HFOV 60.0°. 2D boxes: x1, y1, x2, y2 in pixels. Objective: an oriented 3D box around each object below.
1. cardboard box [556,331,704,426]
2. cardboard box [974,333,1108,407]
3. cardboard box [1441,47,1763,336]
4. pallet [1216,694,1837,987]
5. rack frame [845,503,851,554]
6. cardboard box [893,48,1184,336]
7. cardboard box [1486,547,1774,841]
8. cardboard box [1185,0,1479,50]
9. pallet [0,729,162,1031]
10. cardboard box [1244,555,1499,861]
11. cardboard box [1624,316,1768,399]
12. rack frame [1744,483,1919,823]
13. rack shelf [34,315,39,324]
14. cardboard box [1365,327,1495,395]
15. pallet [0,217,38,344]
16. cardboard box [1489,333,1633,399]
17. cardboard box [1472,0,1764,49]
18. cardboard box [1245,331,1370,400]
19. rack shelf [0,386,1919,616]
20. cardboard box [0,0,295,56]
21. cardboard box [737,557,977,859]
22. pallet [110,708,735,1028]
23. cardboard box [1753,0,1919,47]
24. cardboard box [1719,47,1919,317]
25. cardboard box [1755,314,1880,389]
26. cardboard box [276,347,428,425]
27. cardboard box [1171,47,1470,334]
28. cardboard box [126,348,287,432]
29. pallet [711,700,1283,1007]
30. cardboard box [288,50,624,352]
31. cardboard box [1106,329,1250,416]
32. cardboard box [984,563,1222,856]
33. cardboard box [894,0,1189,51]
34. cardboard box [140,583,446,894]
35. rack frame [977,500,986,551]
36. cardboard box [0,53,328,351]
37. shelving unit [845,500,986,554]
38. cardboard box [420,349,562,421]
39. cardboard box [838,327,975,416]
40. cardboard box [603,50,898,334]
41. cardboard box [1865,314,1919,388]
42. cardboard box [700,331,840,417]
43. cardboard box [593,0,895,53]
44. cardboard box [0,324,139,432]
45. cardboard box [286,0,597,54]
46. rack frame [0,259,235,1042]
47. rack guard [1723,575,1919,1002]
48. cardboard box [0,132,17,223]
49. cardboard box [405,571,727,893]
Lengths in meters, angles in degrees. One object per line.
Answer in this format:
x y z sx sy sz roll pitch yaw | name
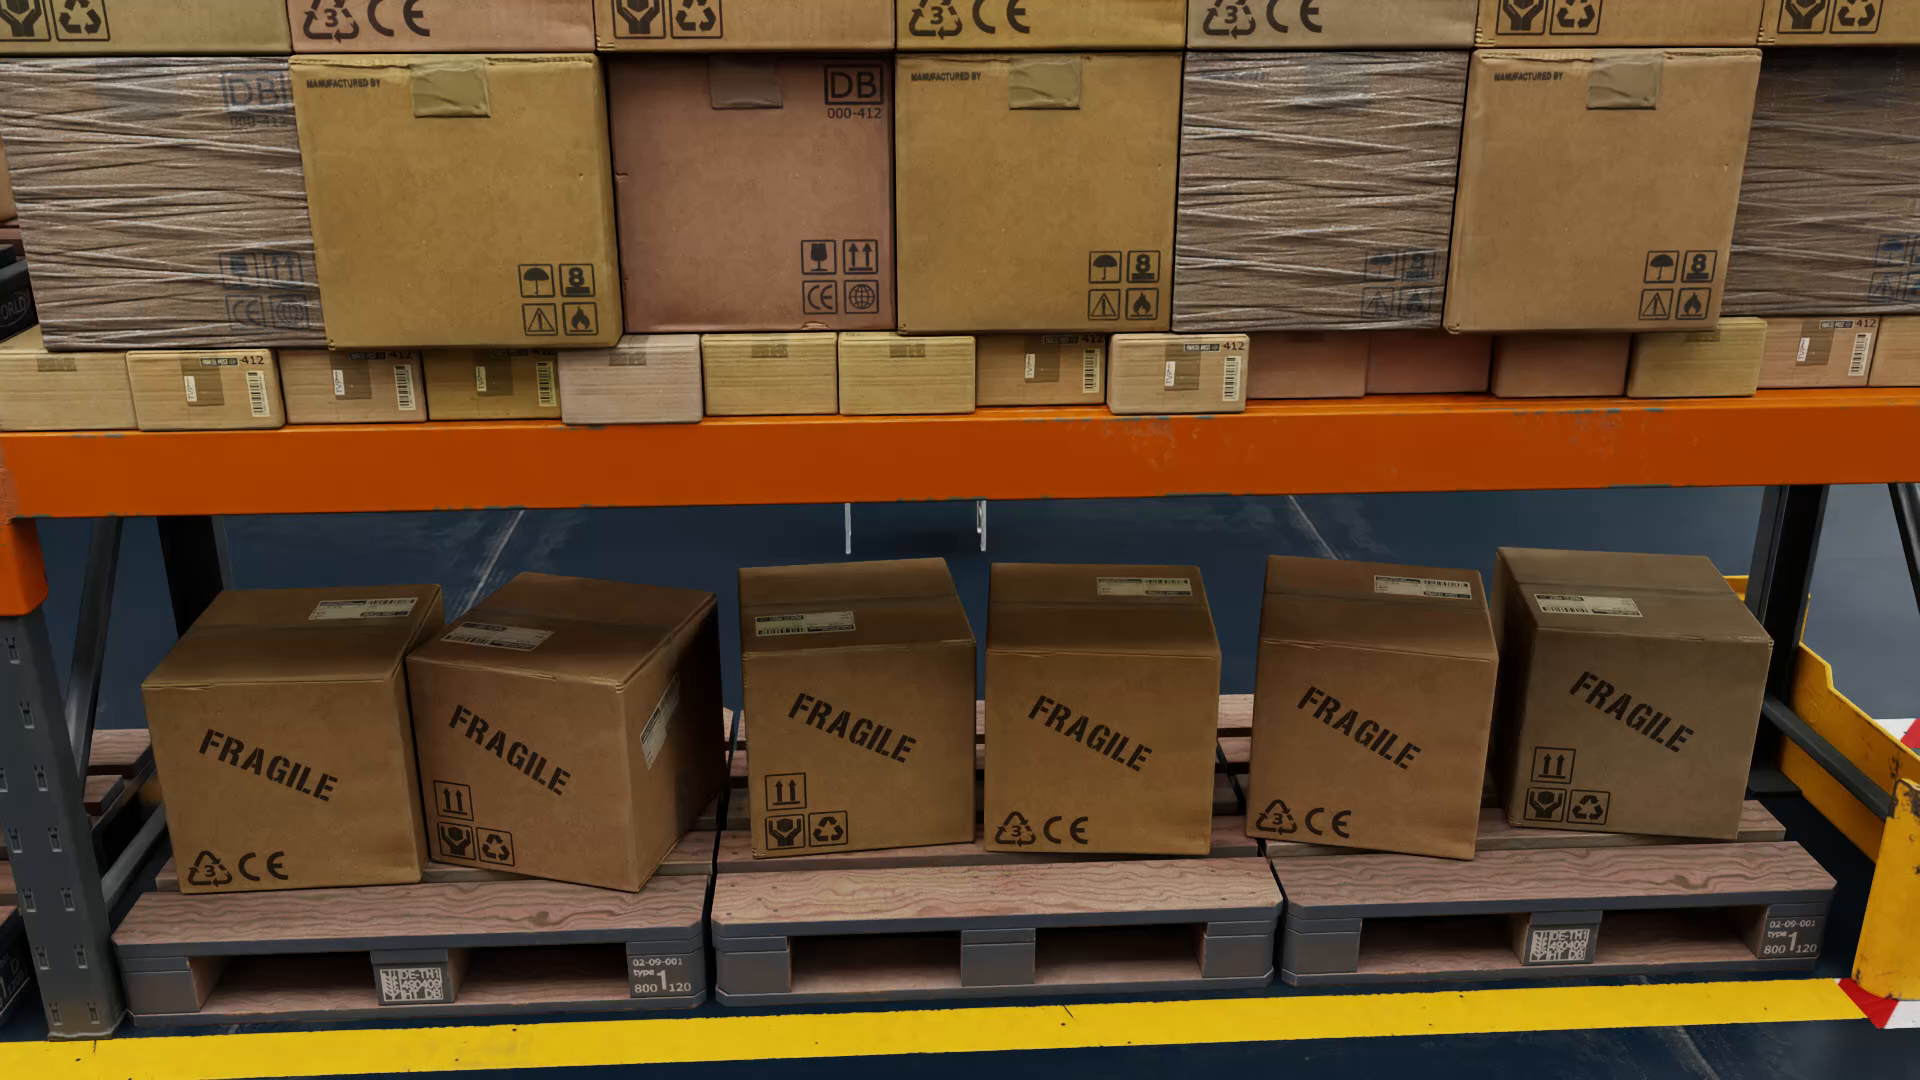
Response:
-0.605 -0.344 3.162 0.250 0.149 0.380 -1 21 -3 | cardboard box
0.140 -0.386 3.273 0.250 0.149 0.380 -1 21 -3 | cardboard box
1.115 -0.763 3.350 0.500 0.500 0.875 -1 21 -3 | cardboard box
1.269 0.678 4.044 1.213 0.211 1.003 -1 21 -3 | pallet
-0.409 -0.552 5.886 0.015 1.200 0.240 -1 21 -3 | rack frame
0.113 -0.762 3.348 0.500 0.500 0.875 -1 21 -3 | cardboard box
1.533 0.348 3.915 0.500 0.500 0.500 3 21 7 | cardboard box
0.625 -1.164 2.998 0.500 0.500 0.500 -1 21 -3 | cardboard box
-2.613 0.770 3.803 1.213 0.211 1.003 -1 21 -3 | pallet
0.939 0.372 3.851 0.500 0.500 0.500 4 21 11 | cardboard box
1.389 -0.406 3.325 0.250 0.149 0.380 -1 21 -3 | cardboard box
2.158 -0.631 3.563 0.127 3.000 1.000 -1 21 -3 | rack frame
-3.832 -0.173 3.371 4.000 0.370 1.077 -1 21 -3 | rack shelf
0.886 -0.416 3.352 0.250 0.149 0.380 -1 21 -3 | cardboard box
-2.607 -0.496 3.478 1.213 0.211 1.003 -1 21 -3 | pallet
1.138 -0.407 3.327 0.250 0.149 0.380 -1 21 -3 | cardboard box
1.124 -1.173 3.022 0.500 0.500 0.500 -1 21 -3 | cardboard box
0.638 -0.403 3.318 0.250 0.149 0.380 -1 21 -3 | cardboard box
0.161 -0.254 3.584 4.000 0.370 1.077 -1 21 -3 | rack shelf
-1.372 -1.122 2.888 0.500 0.500 0.500 -1 21 -3 | cardboard box
-0.247 0.373 3.847 0.500 0.500 0.500 -3 21 -8 | cardboard box
-1.167 0.727 3.914 1.213 0.211 1.003 -1 21 -3 | pallet
1.623 -1.185 3.054 0.500 0.500 0.500 -1 21 -3 | cardboard box
1.607 -0.815 3.488 0.500 0.500 0.875 -1 21 -3 | cardboard box
1.635 -0.430 3.387 0.250 0.149 0.380 -1 21 -3 | cardboard box
-1.106 -0.345 3.165 0.250 0.149 0.380 -1 21 -3 | cardboard box
0.613 -0.768 3.363 0.500 0.500 0.875 -1 21 -3 | cardboard box
-1.354 -0.330 3.126 0.250 0.149 0.380 -1 21 -3 | cardboard box
0.054 0.701 3.982 1.213 0.211 1.003 -1 21 -3 | pallet
-0.882 -0.720 3.239 0.500 0.500 0.875 -1 21 -3 | cardboard box
0.393 -0.367 3.222 0.250 0.149 0.380 -1 21 -3 | cardboard box
0.312 0.378 3.835 0.500 0.500 0.500 1 21 2 | cardboard box
0.125 -1.156 2.979 0.500 0.500 0.500 -1 21 -3 | cardboard box
-1.434 0.428 3.703 0.500 0.500 0.500 -2 21 -5 | cardboard box
0.078 -0.562 5.912 0.015 1.200 0.240 -1 21 -3 | rack frame
-1.383 -0.723 3.245 0.500 0.500 0.875 -1 21 -3 | cardboard box
-0.165 -0.557 5.899 0.503 1.200 0.258 -1 21 -3 | shelving unit
-0.856 -0.354 3.187 0.250 0.149 0.380 -1 21 -3 | cardboard box
-0.107 -0.365 3.217 0.250 0.149 0.380 -1 21 -3 | cardboard box
-0.388 -0.766 3.359 0.500 0.500 0.875 -1 21 -3 | cardboard box
1.885 -0.435 3.400 0.250 0.149 0.380 -1 21 -3 | cardboard box
-0.357 -0.364 3.214 0.250 0.149 0.380 -1 21 -3 | cardboard box
-0.374 -1.142 2.942 0.500 0.500 0.500 -1 21 -3 | cardboard box
-1.604 -0.330 3.125 0.250 0.149 0.380 -1 21 -3 | cardboard box
-0.873 -1.132 2.916 0.500 0.500 0.500 -1 21 -3 | cardboard box
-1.836 -0.550 3.349 0.127 3.000 1.000 -1 21 -3 | rack frame
2.082 0.539 4.003 0.348 0.500 1.175 -1 21 -3 | rack guard
-2.637 -1.060 3.256 1.000 1.000 1.000 -1 21 -3 | cardboard box
-0.863 0.414 3.741 0.500 0.500 0.500 5 22 14 | cardboard box
